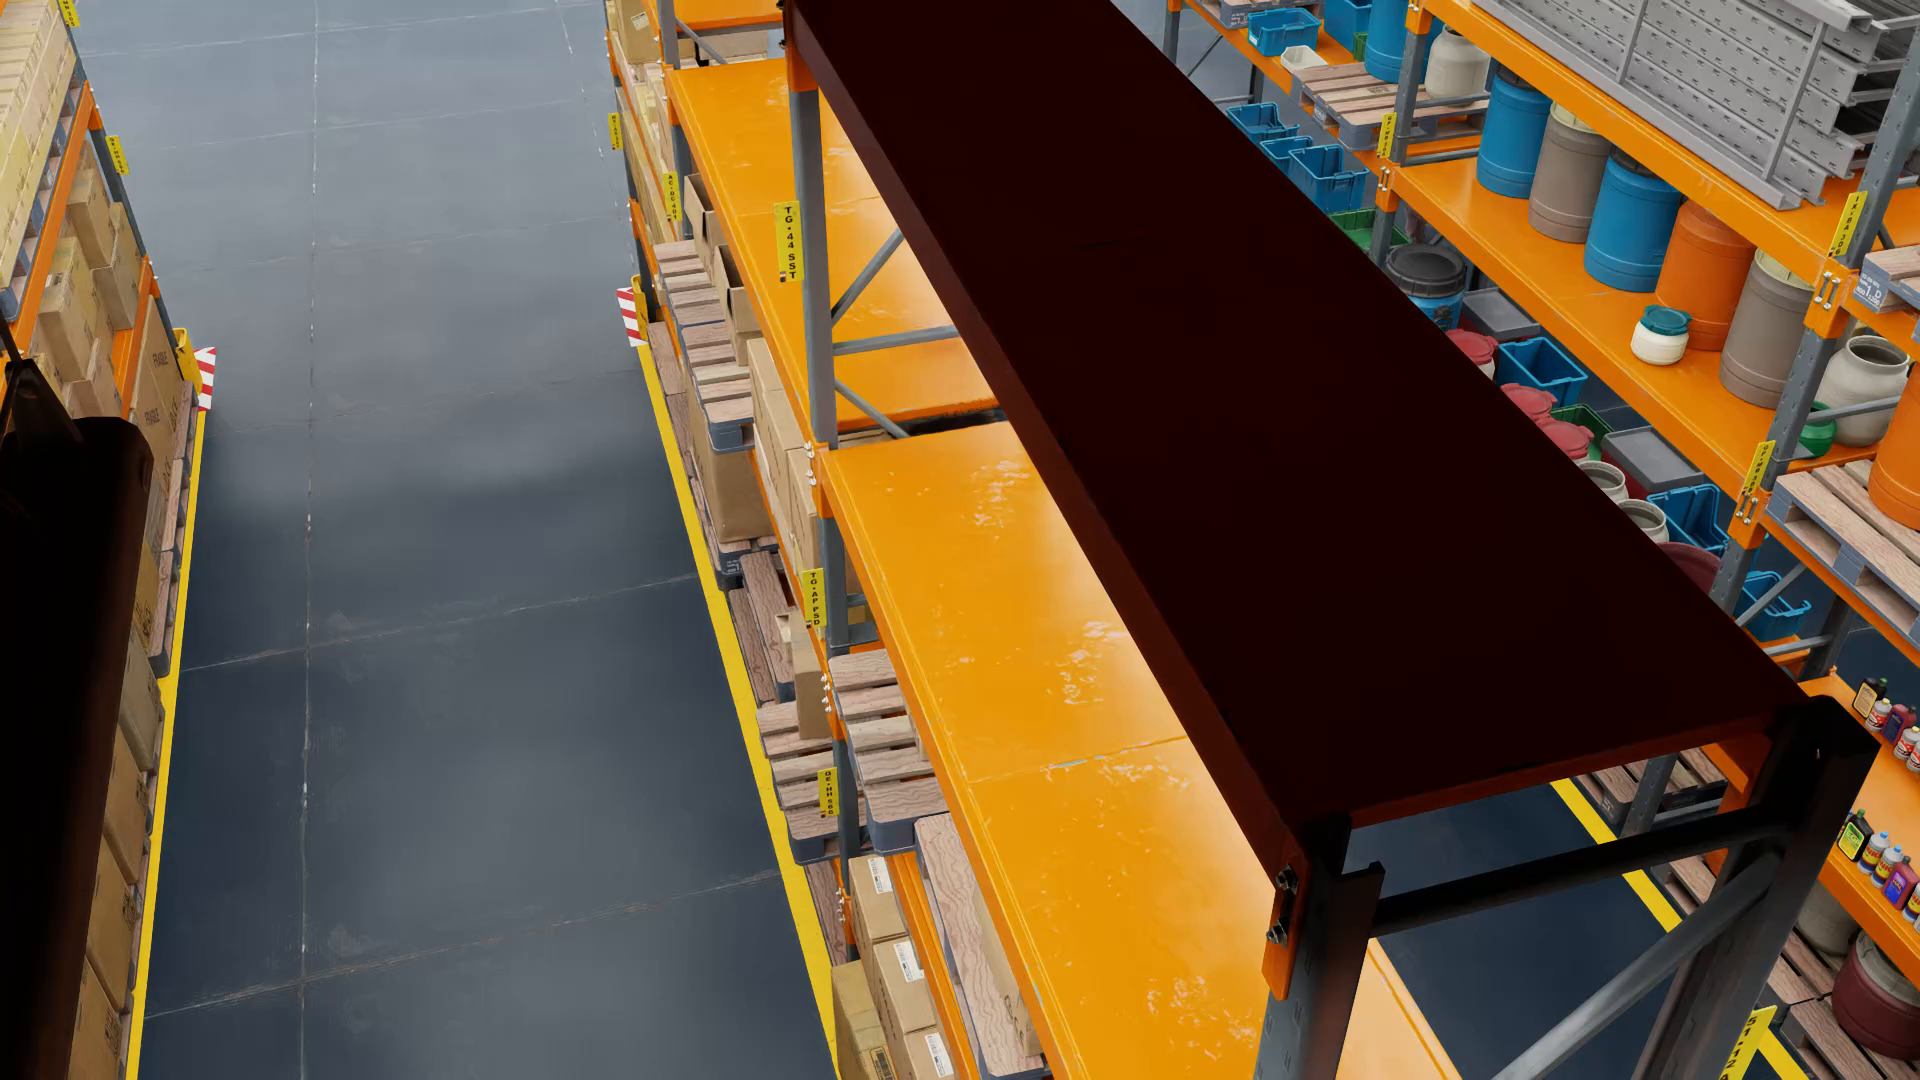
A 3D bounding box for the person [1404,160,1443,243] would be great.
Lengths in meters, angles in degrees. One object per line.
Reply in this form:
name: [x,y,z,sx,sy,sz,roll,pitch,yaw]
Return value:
person: [4.436,-3.621,16.019,0.387,1.731,0.566,6,39,8]
